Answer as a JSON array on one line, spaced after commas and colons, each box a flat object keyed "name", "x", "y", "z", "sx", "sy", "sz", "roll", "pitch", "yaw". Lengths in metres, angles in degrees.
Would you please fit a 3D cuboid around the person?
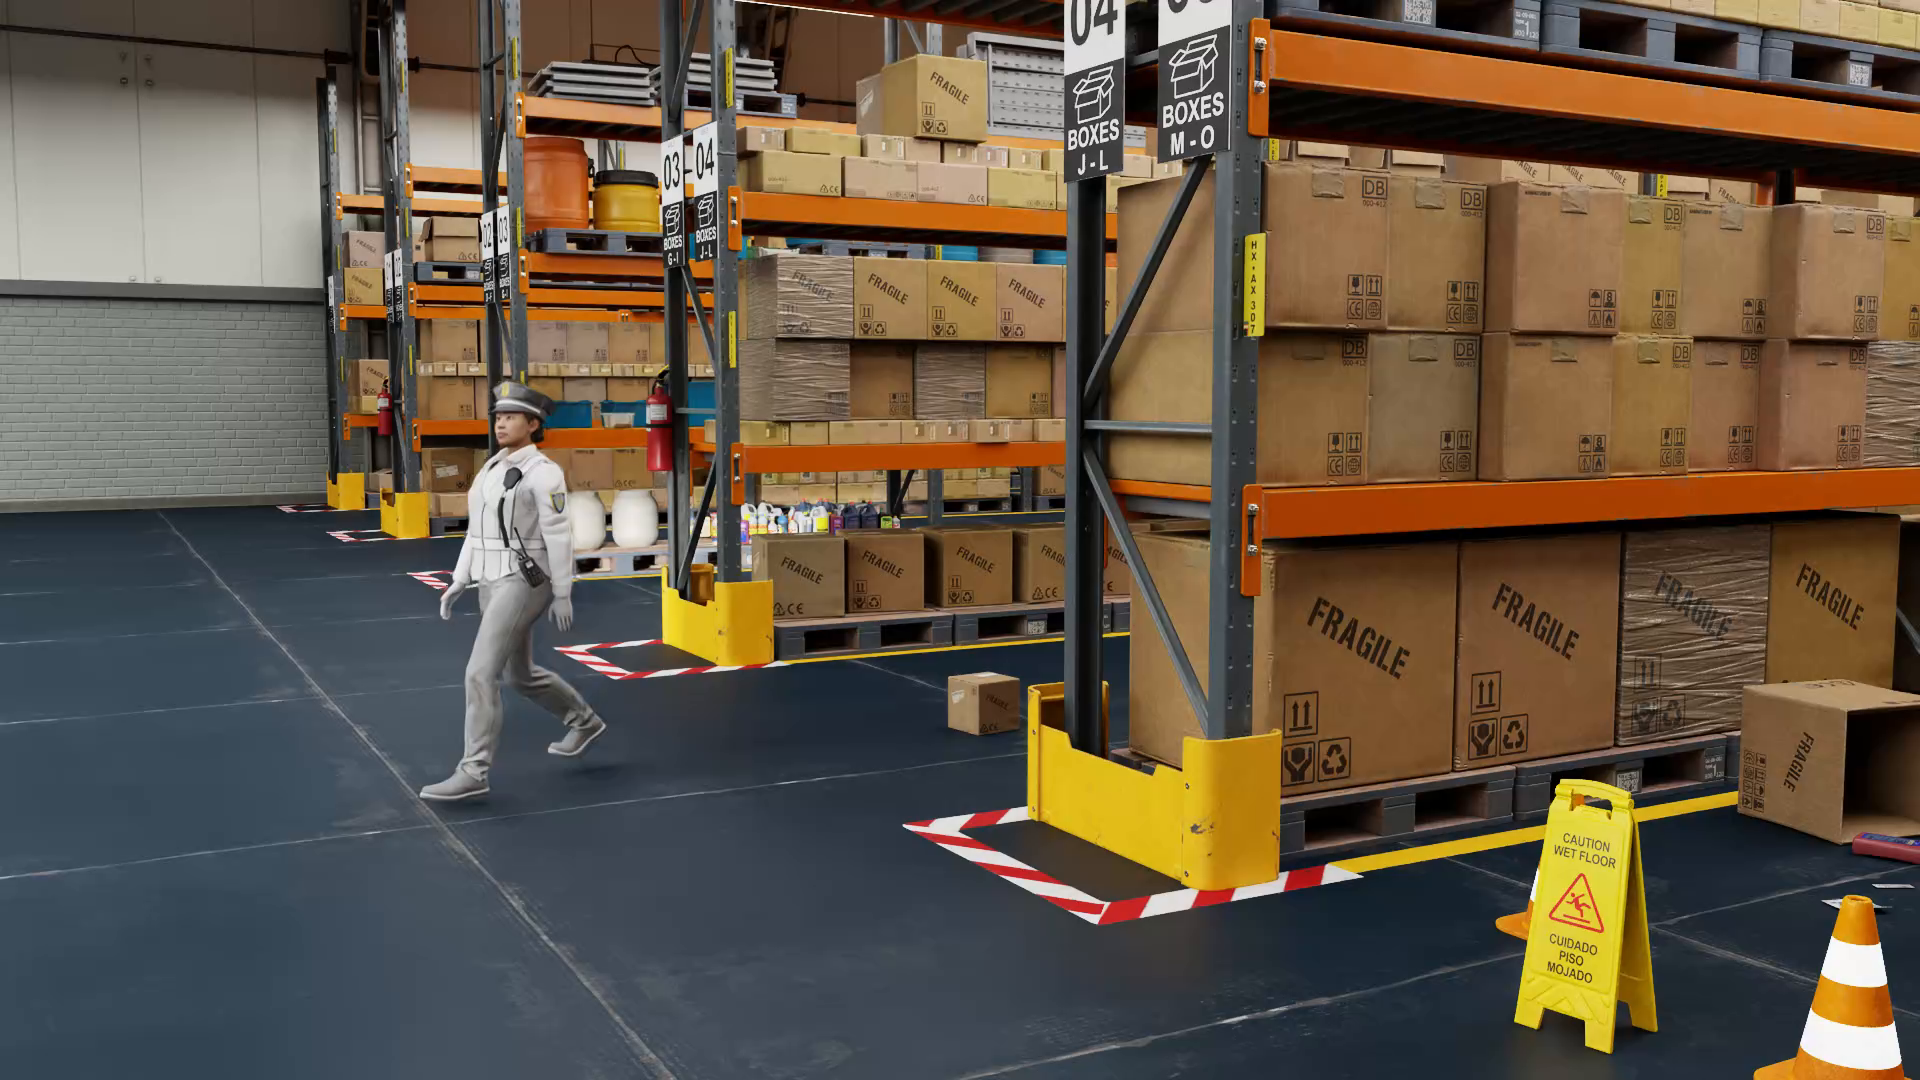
[{"name": "person", "x": -1.825, "y": 0.176, "z": 6.793, "sx": 0.475, "sy": 1.641, "sz": 0.950, "roll": 5, "pitch": 7, "yaw": 44}]
